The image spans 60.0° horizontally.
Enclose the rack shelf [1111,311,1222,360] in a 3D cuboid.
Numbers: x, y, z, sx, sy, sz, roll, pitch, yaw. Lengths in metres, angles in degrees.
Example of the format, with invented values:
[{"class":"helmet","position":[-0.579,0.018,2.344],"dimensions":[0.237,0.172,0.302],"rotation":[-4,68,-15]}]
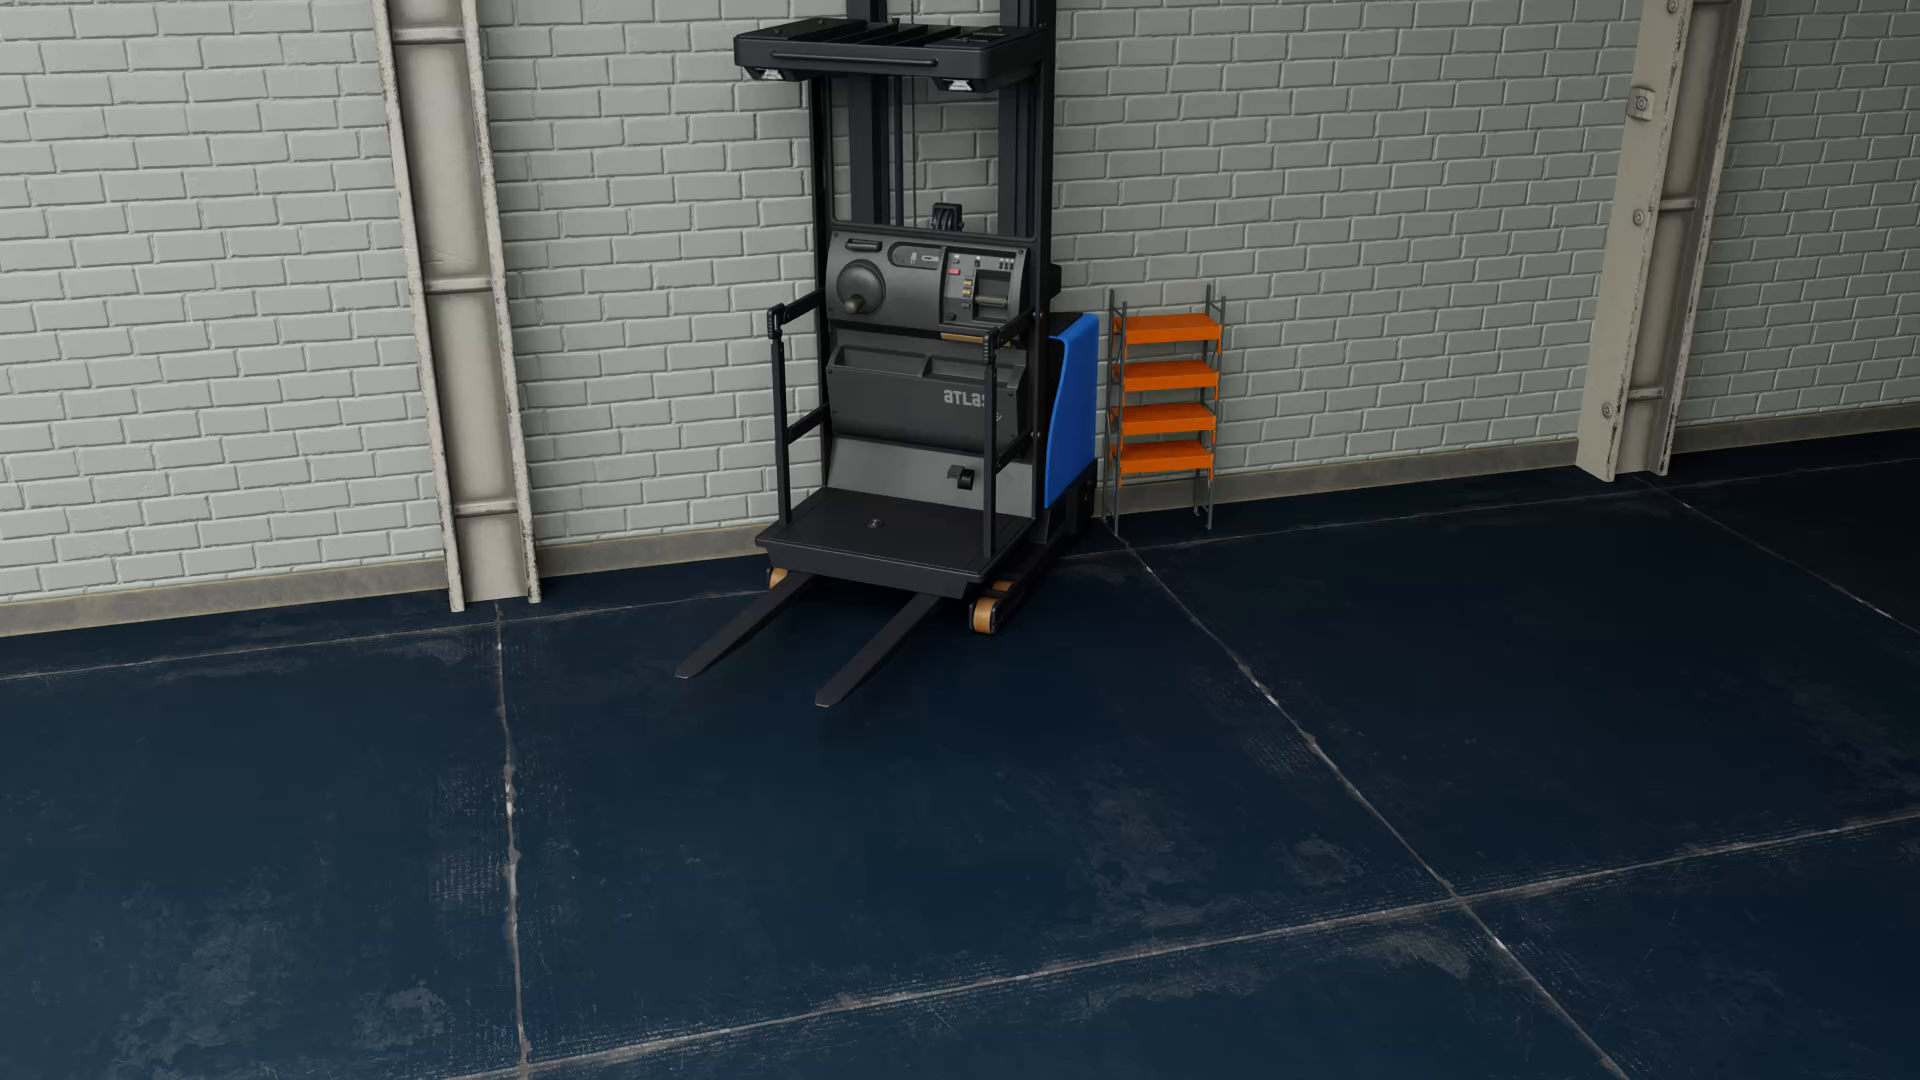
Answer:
[{"class":"rack shelf","position":[0.995,-0.994,8.047],"dimensions":[0.480,0.148,0.258],"rotation":[-4,24,-10]}]

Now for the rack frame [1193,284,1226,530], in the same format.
[{"class":"rack frame","position":[1.235,-0.651,8.245],"dimensions":[0.015,1.200,0.240],"rotation":[-4,24,-10]}]

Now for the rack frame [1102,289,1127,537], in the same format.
[{"class":"rack frame","position":[0.756,-0.614,8.159],"dimensions":[0.015,1.200,0.240],"rotation":[-4,24,-10]}]

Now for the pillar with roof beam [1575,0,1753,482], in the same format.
[{"class":"pillar with roof beam","position":[4.799,-2.895,3.584],"dimensions":[0.400,9.000,9.100],"rotation":[-6,24,-14]}]

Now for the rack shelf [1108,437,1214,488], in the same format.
[{"class":"rack shelf","position":[0.995,-0.388,8.307],"dimensions":[0.480,0.148,0.258],"rotation":[-4,24,-10]}]

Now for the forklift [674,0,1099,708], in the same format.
[{"class":"forklift","position":[-0.234,-1.119,7.142],"dimensions":[1.130,2.935,3.031],"rotation":[9,25,20]}]

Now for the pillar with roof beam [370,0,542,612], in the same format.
[{"class":"pillar with roof beam","position":[-0.978,-2.256,2.094],"dimensions":[0.400,9.000,9.100],"rotation":[-6,24,-14]}]

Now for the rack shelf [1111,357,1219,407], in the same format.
[{"class":"rack shelf","position":[0.995,-0.776,8.141],"dimensions":[0.480,0.148,0.258],"rotation":[-4,24,-10]}]

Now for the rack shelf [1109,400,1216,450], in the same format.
[{"class":"rack shelf","position":[0.995,-0.571,8.229],"dimensions":[0.480,0.148,0.258],"rotation":[-4,24,-10]}]

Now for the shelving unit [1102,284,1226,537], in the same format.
[{"class":"shelving unit","position":[0.995,-0.632,8.202],"dimensions":[0.503,1.200,0.258],"rotation":[-4,24,-10]}]
